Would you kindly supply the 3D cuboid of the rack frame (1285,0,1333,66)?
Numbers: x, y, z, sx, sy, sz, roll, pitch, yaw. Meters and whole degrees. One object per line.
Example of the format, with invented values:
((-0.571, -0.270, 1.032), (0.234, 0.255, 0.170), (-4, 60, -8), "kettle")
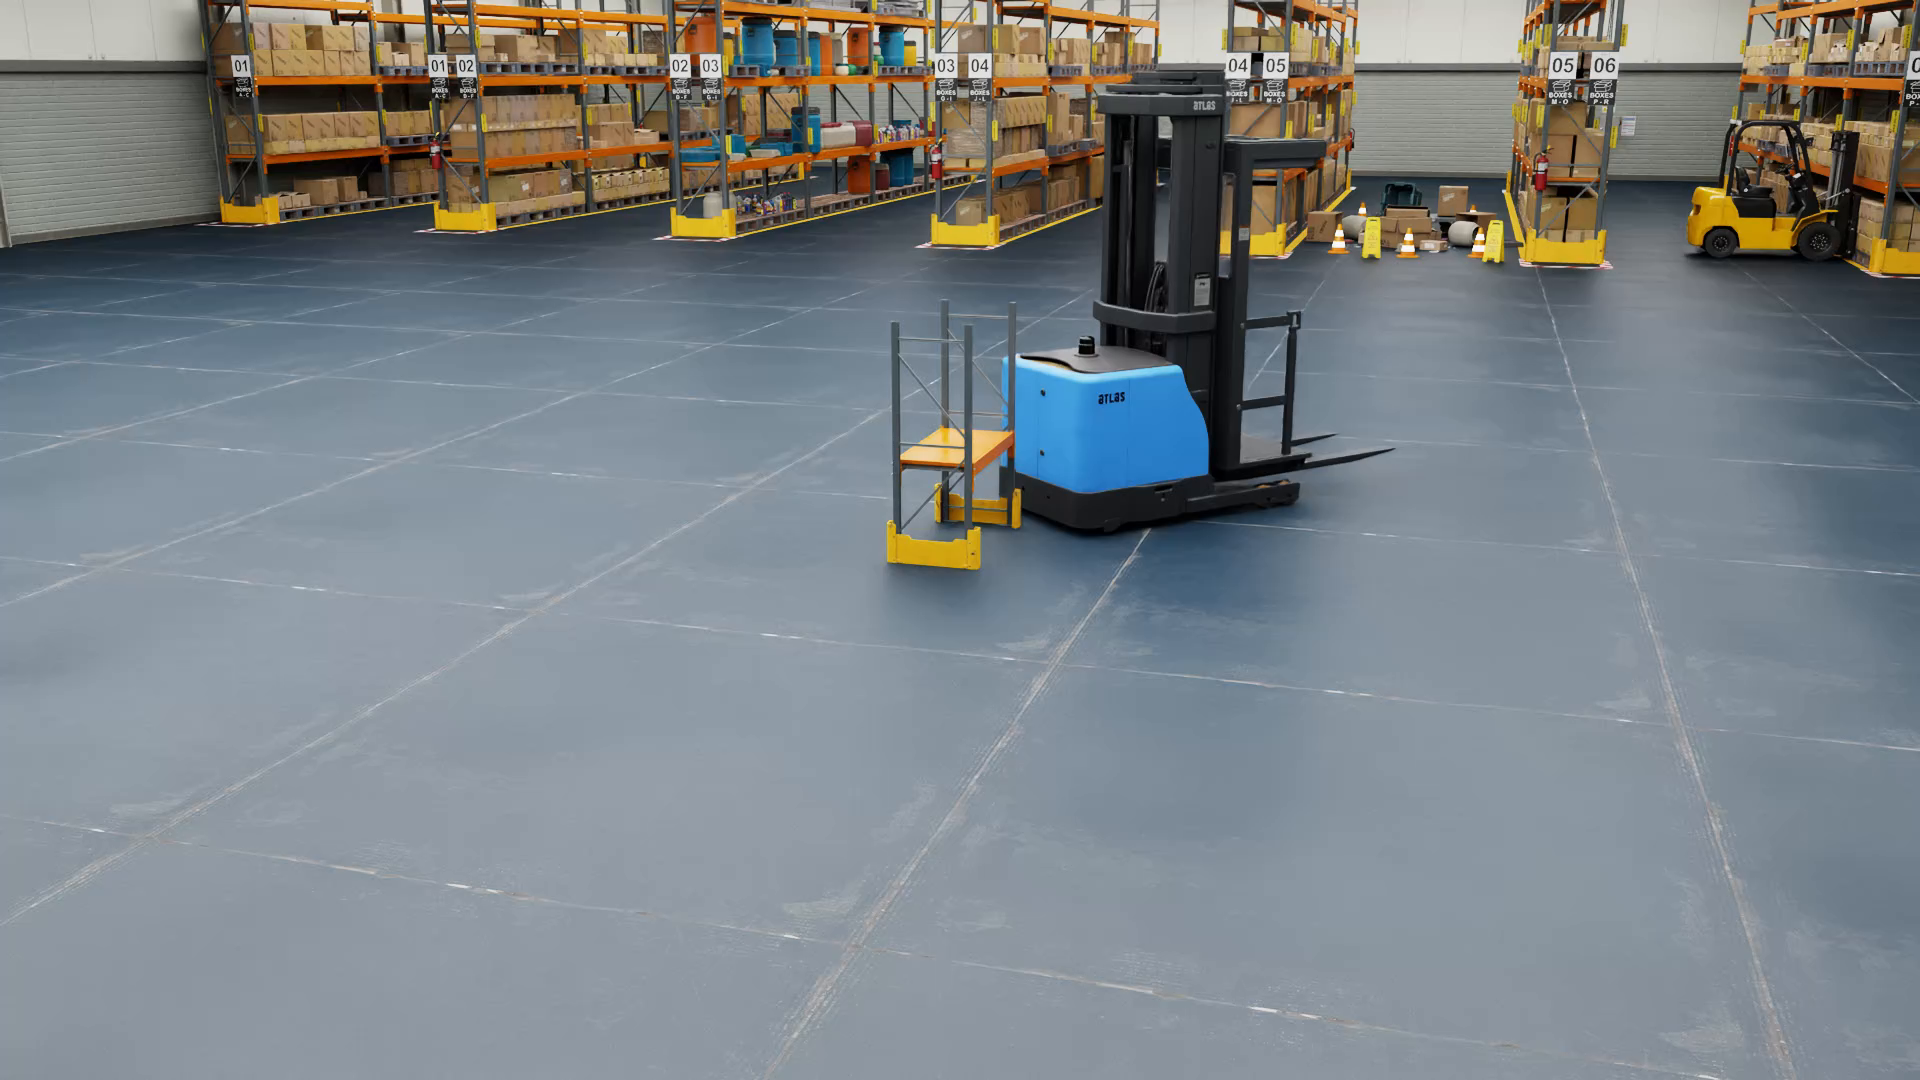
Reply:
((7.070, -11.186, 33.774), (1.000, 3.000, 0.127), (5, 16, 16), "rack frame")

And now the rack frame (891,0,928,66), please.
((-1.269, -13.027, 40.267), (1.000, 3.000, 0.127), (5, 16, 16), "rack frame")

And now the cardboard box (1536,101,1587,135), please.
((9.507, -6.672, 26.294), (0.700, 0.500, 0.500), (4, 16, 15), "cardboard box")

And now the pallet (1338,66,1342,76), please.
((7.929, -10.545, 37.358), (1.213, 0.211, 1.003), (5, 16, 16), "pallet")

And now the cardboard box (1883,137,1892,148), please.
((14.205, -6.007, 25.138), (0.380, 0.149, 0.250), (5, 17, 17), "cardboard box")

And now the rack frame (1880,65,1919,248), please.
((14.331, -5.465, 24.600), (1.000, 3.000, 0.127), (5, 16, 16), "rack frame")

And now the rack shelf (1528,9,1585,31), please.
((12.413, -10.813, 34.512), (1.077, 0.370, 4.000), (5, 16, 16), "rack shelf")

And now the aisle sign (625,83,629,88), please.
((-9.323, -13.202, 47.114), (0.394, 0.787, 0.004), (5, 16, 16), "aisle sign")

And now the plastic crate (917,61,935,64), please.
((-0.830, -12.222, 43.040), (0.504, 0.338, 0.767), (5, 16, 16), "plastic crate")

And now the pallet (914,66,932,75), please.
((-1.398, -11.281, 39.952), (1.213, 0.211, 1.003), (5, 16, 16), "pallet")

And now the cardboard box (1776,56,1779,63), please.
((16.987, -9.862, 34.113), (0.380, 0.149, 0.250), (4, 16, 15), "cardboard box")

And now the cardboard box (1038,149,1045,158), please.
((1.427, -7.464, 32.108), (0.380, 0.149, 0.250), (5, 16, 16), "cardboard box")

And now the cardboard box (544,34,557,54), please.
((-10.793, -13.092, 43.940), (0.500, 0.500, 0.500), (4, 16, 15), "cardboard box")

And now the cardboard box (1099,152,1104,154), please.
((3.064, -8.534, 38.544), (1.225, 0.875, 0.875), (4, 16, 14), "cardboard box")

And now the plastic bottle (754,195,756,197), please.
((-4.119, -6.813, 33.539), (0.152, 0.276, 0.135), (5, 17, 18), "plastic bottle")

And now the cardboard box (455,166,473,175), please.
((-12.059, -8.679, 39.708), (0.700, 0.500, 0.500), (5, 17, 17), "cardboard box")

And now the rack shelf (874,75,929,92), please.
((-1.837, -10.715, 38.930), (1.077, 0.370, 4.000), (5, 16, 16), "rack shelf")

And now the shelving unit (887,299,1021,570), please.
((-0.022, -0.702, 10.554), (0.587, 1.500, 1.083), (5, 16, 16), "shelving unit")

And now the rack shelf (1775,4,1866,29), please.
((17.173, -10.429, 33.158), (1.077, 0.370, 4.000), (5, 16, 16), "rack shelf")

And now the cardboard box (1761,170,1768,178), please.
((17.384, -7.843, 35.606), (0.380, 0.149, 0.250), (5, 17, 19), "cardboard box")

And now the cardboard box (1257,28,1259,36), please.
((4.784, -8.477, 27.768), (0.380, 0.149, 0.250), (5, 17, 17), "cardboard box")

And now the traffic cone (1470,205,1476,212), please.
((9.718, -6.108, 31.516), (0.336, 0.463, 0.334), (5, 16, 16), "traffic cone")

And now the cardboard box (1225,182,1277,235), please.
((4.926, -5.569, 28.090), (0.875, 0.875, 0.875), (5, 17, 16), "cardboard box")

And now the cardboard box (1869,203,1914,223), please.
((14.163, -4.970, 25.291), (0.500, 0.250, 0.500), (5, 17, 18), "cardboard box")

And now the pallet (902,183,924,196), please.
((-1.528, -8.601, 40.766), (1.003, 0.211, 1.213), (5, 16, 16), "pallet")

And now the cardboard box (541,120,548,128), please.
((-8.525, -8.373, 33.482), (0.380, 0.149, 0.250), (5, 17, 17), "cardboard box")

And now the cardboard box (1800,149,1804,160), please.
((16.096, -7.258, 31.195), (0.500, 0.250, 0.500), (4, 16, 15), "cardboard box")

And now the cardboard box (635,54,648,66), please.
((-7.360, -10.791, 37.385), (0.500, 0.250, 0.500), (5, 17, 17), "cardboard box")

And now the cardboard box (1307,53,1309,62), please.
((5.993, -8.571, 29.563), (0.380, 0.149, 0.250), (5, 17, 17), "cardboard box")

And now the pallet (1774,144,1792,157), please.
((16.730, -7.649, 32.650), (1.213, 0.211, 1.003), (5, 16, 16), "pallet")

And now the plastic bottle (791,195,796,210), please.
((-3.363, -6.801, 33.483), (0.061, 0.283, 0.133), (5, 17, 19), "plastic bottle")

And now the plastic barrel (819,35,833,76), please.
((-3.033, -10.375, 35.627), (0.600, 0.830, 0.708), (5, 16, 16), "plastic barrel")

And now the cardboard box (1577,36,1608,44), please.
((11.390, -8.962, 30.021), (0.500, 0.250, 0.500), (4, 16, 15), "cardboard box")

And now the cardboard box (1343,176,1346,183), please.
((9.418, -8.994, 41.496), (0.380, 0.149, 0.250), (5, 17, 18), "cardboard box")

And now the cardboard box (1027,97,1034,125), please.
((1.058, -7.935, 30.749), (0.500, 0.500, 0.500), (5, 16, 16), "cardboard box")

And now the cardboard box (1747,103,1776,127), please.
((18.065, -9.592, 37.507), (0.500, 0.500, 0.500), (5, 17, 17), "cardboard box")

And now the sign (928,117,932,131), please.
((-0.742, -10.231, 40.896), (0.100, 0.325, 0.005), (5, 16, 16), "sign")

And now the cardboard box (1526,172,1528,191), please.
((12.120, -7.296, 34.180), (0.875, 0.875, 0.875), (4, 16, 15), "cardboard box")

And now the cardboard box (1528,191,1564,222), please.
((9.844, -5.587, 27.925), (0.500, 0.500, 0.500), (4, 16, 15), "cardboard box")

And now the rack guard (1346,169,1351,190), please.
((9.322, -9.170, 42.243), (1.175, 0.500, 0.348), (5, 16, 16), "rack guard")

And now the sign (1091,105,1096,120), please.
((2.866, -9.190, 35.755), (0.100, 0.325, 0.005), (5, 16, 16), "sign")

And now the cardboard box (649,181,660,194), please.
((-7.213, -8.067, 38.043), (0.500, 0.250, 0.500), (4, 16, 15), "cardboard box")

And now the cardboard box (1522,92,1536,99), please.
((12.764, -9.935, 37.155), (0.380, 0.149, 0.250), (4, 16, 15), "cardboard box")

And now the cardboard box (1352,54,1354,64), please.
((9.456, -11.864, 41.020), (0.500, 0.250, 0.500), (4, 16, 14), "cardboard box")

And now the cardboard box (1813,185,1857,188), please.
((16.236, -6.284, 31.069), (0.875, 0.625, 0.625), (5, 17, 18), "cardboard box")

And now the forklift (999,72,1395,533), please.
((1.794, -1.740, 11.594), (3.031, 2.935, 1.130), (-10, 18, -31), "forklift")

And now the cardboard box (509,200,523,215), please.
((-8.923, -6.520, 32.589), (0.500, 0.250, 0.500), (5, 16, 16), "cardboard box")

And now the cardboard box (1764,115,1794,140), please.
((17.242, -8.610, 34.735), (0.700, 0.500, 0.500), (5, 17, 16), "cardboard box")

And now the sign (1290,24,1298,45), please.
((5.327, -8.063, 26.517), (0.100, 0.325, 0.005), (5, 16, 16), "sign")

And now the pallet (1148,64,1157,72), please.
((4.416, -12.009, 42.337), (1.003, 0.211, 1.213), (5, 16, 16), "pallet")

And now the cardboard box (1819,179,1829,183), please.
((17.052, -6.982, 32.570), (0.380, 0.149, 0.250), (6, 17, 19), "cardboard box")

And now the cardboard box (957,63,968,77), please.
((-0.037, -8.134, 28.788), (0.500, 0.250, 0.500), (5, 17, 17), "cardboard box")

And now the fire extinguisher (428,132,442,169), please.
((-9.906, -7.355, 31.403), (0.296, 0.674, 0.183), (5, 16, 16), "fire extinguisher")
